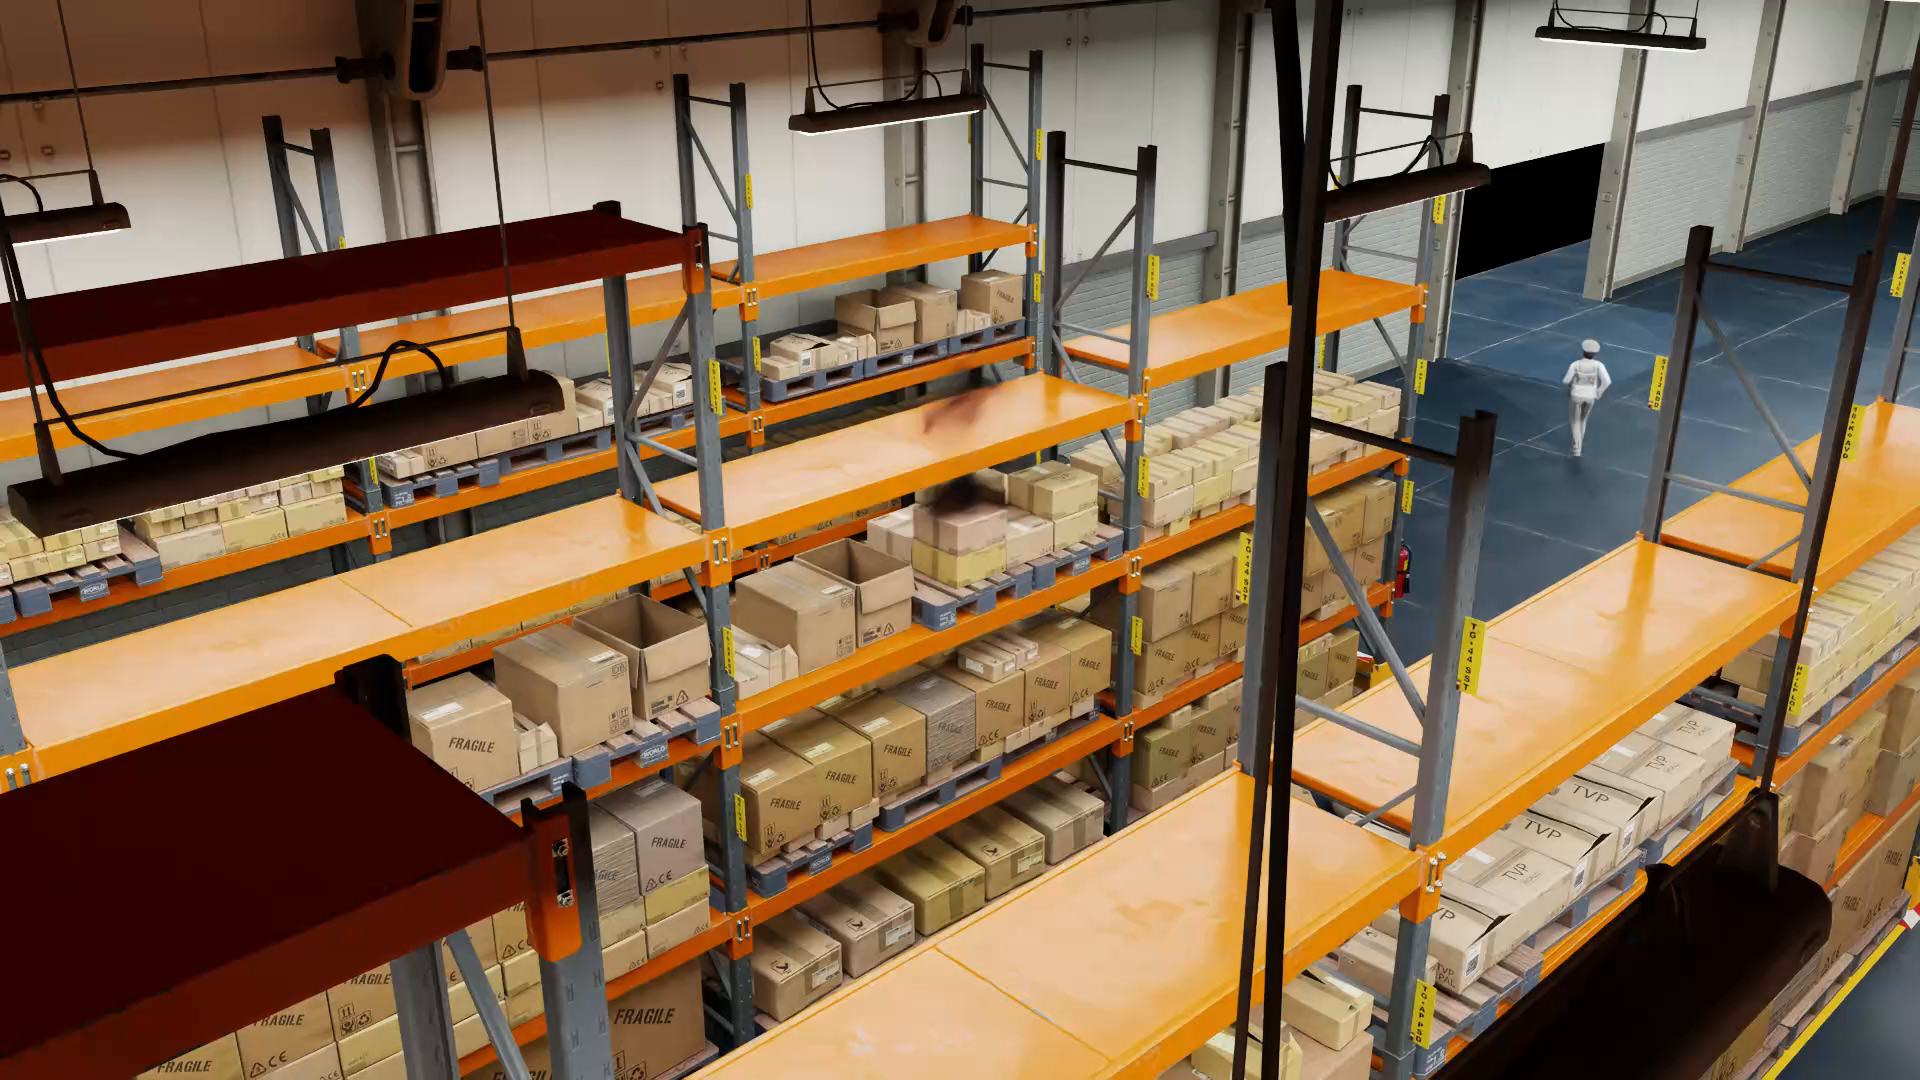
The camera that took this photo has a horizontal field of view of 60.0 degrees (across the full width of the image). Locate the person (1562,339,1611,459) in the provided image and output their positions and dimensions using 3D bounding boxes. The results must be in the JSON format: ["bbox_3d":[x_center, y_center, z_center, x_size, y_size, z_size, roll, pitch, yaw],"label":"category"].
[{"bbox_3d":[8.742,-1.966,23.367,0.606,1.724,0.773,3,23,6],"label":"person"}]
